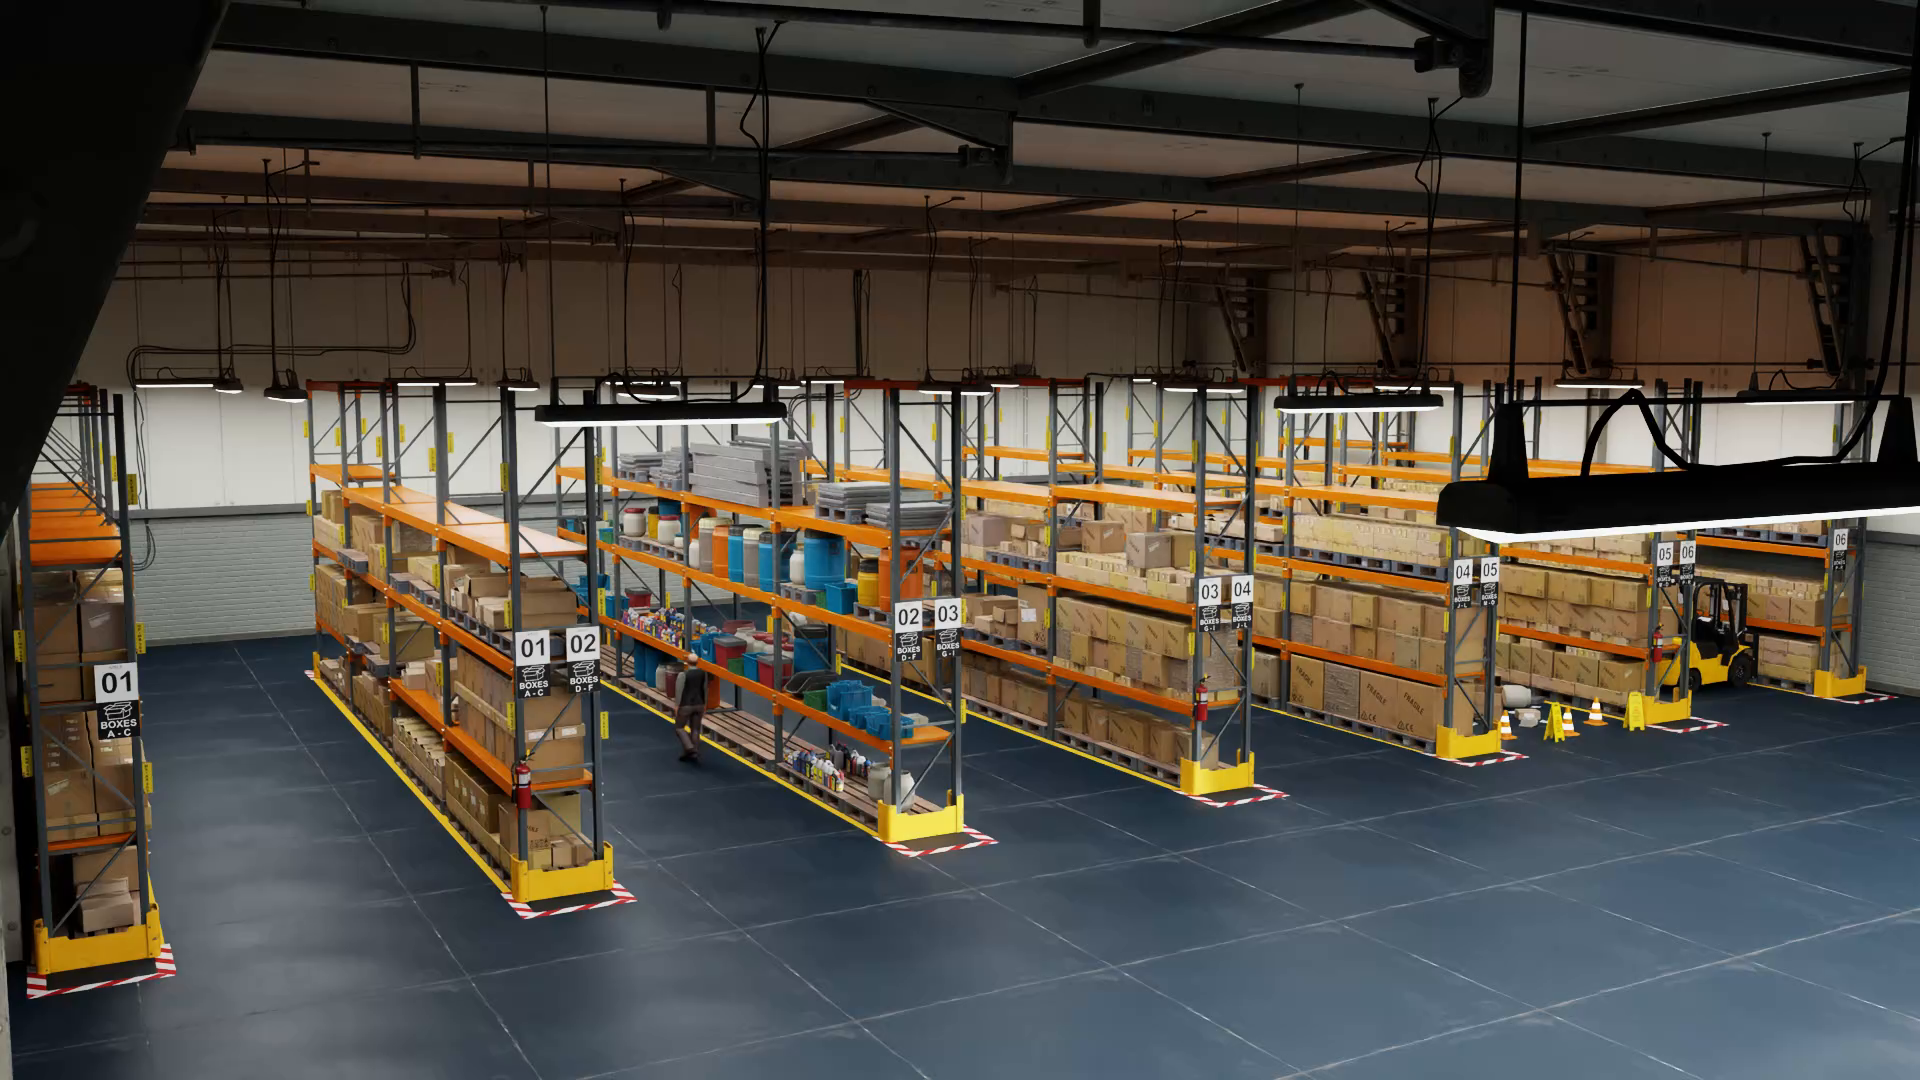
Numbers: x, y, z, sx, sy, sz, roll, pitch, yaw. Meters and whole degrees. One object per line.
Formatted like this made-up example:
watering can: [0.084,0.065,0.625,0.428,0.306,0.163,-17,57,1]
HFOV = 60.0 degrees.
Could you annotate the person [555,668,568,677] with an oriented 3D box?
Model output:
person: [-6.852,2.457,29.023,0.462,1.538,0.972,-4,7,-31]

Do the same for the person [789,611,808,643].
person: [-3.242,1.951,33.566,0.470,1.611,1.082,-4,7,-32]

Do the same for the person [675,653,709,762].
person: [-4.250,2.662,26.402,0.565,1.719,0.460,-3,7,-29]
